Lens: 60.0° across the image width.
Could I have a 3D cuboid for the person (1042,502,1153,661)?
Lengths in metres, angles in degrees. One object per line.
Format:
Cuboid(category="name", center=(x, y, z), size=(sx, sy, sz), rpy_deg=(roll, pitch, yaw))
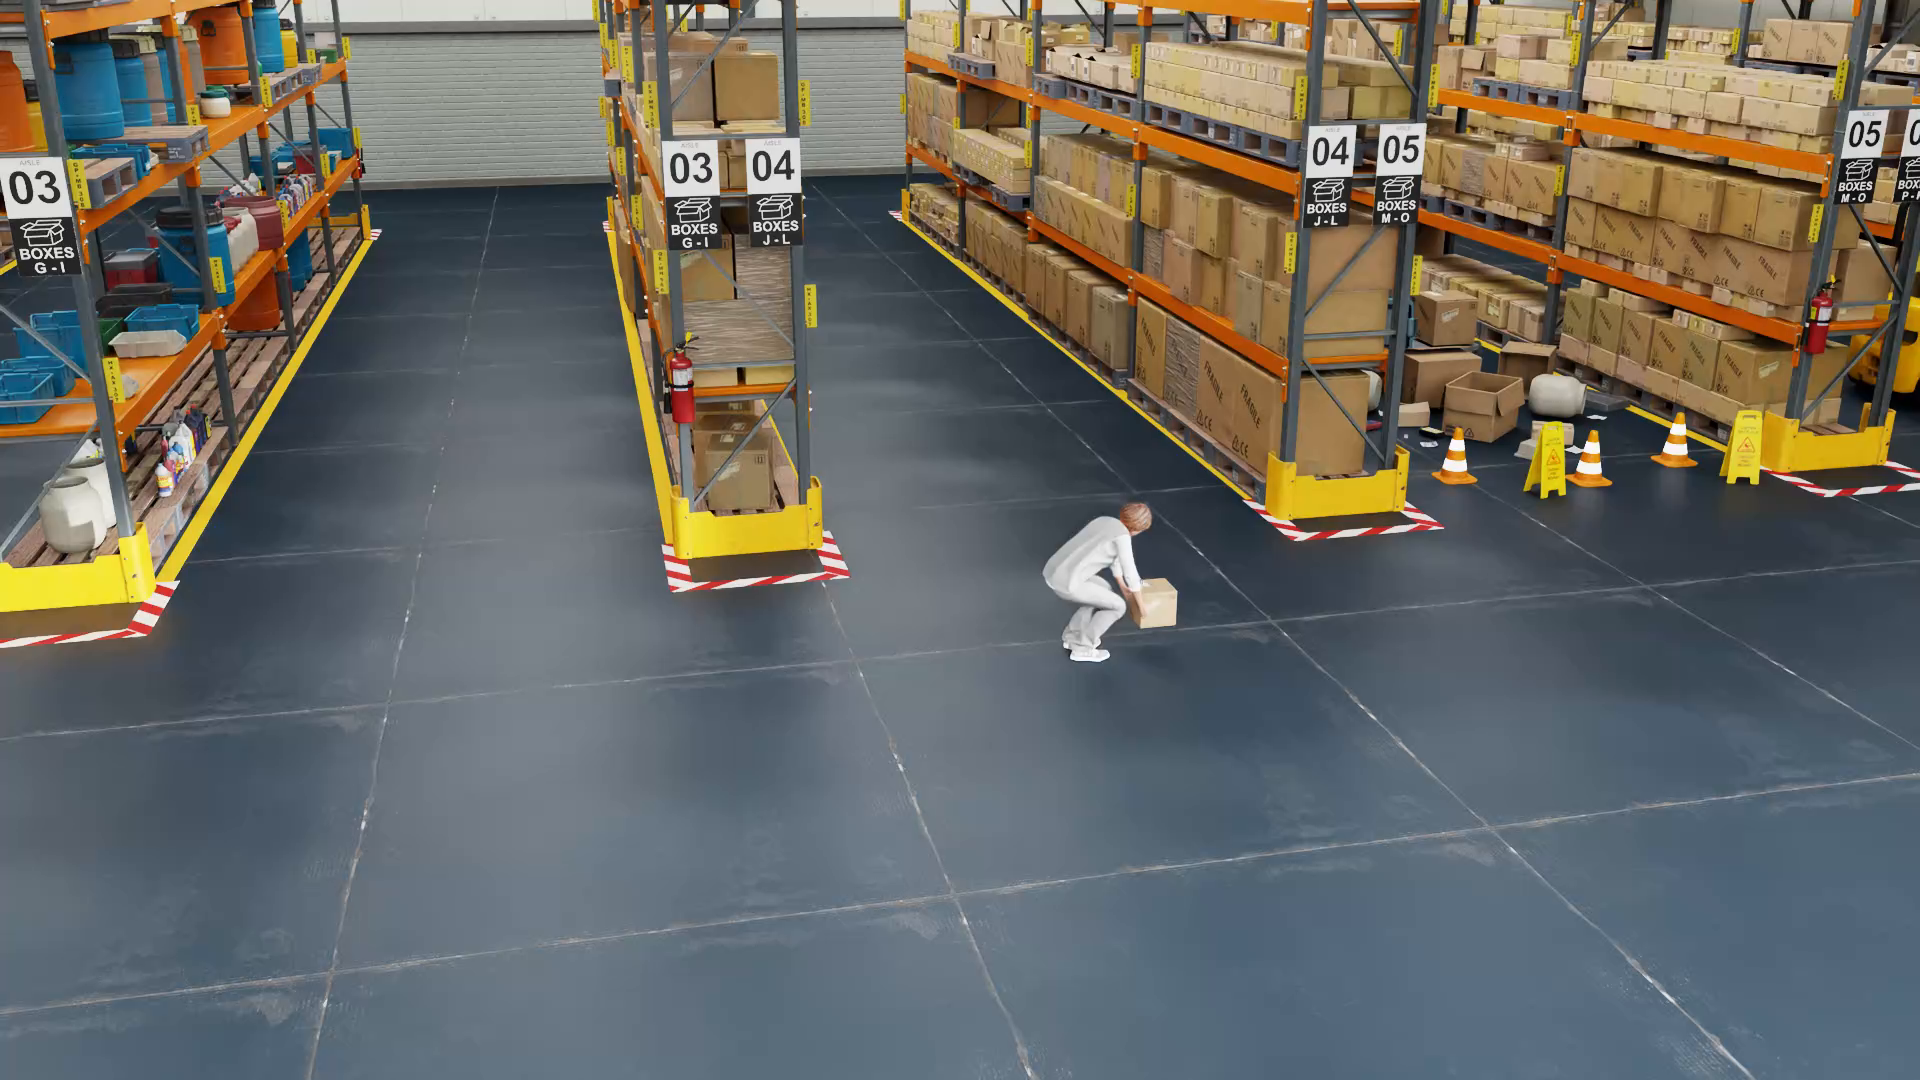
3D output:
Cuboid(category="person", center=(0.918, 0.275, 11.172), size=(0.757, 1.025, 0.457), rpy_deg=(-5, 20, -13))
